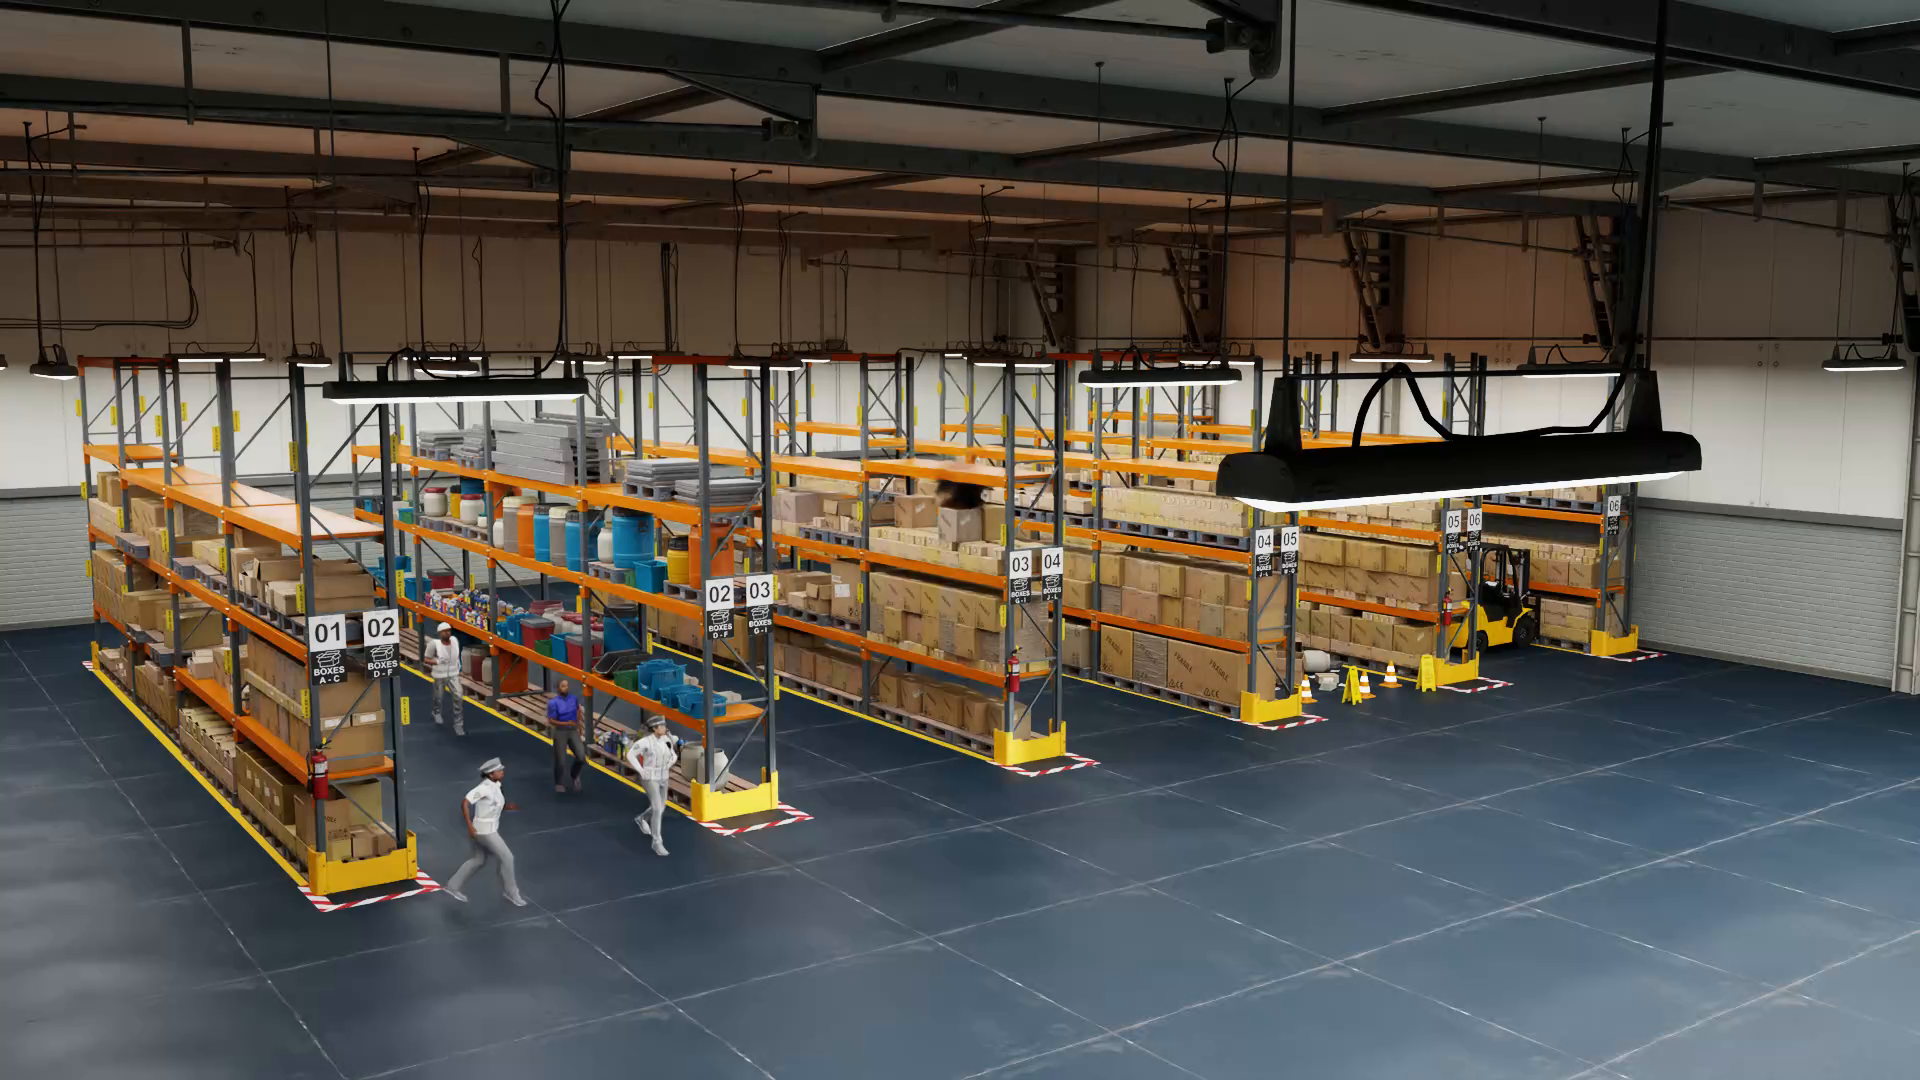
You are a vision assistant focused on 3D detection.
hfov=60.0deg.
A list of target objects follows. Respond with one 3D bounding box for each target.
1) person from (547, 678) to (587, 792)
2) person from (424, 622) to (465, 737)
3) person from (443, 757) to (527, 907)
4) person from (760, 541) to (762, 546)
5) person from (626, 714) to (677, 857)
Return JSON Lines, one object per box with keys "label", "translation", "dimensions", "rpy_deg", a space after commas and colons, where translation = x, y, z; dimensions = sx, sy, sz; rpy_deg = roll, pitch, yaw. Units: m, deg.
{"label": "person", "translation": [-5.432, 2.723, 23.069], "dimensions": [0.569, 1.627, 0.655], "rpy_deg": [-5, 9, -37]}
{"label": "person", "translation": [-8.316, 2.223, 26.754], "dimensions": [0.646, 1.837, 0.970], "rpy_deg": [-4, 8, -33]}
{"label": "person", "translation": [-5.307, 3.269, 18.492], "dimensions": [0.913, 1.733, 0.600], "rpy_deg": [-1, 7, -7]}
{"label": "person", "translation": [-4.519, 0.851, 38.288], "dimensions": [0.732, 1.728, 0.761], "rpy_deg": [-5, 9, -37]}
{"label": "person", "translation": [-3.791, 3.006, 20.786], "dimensions": [0.911, 1.679, 0.633], "rpy_deg": [5, 9, 38]}
